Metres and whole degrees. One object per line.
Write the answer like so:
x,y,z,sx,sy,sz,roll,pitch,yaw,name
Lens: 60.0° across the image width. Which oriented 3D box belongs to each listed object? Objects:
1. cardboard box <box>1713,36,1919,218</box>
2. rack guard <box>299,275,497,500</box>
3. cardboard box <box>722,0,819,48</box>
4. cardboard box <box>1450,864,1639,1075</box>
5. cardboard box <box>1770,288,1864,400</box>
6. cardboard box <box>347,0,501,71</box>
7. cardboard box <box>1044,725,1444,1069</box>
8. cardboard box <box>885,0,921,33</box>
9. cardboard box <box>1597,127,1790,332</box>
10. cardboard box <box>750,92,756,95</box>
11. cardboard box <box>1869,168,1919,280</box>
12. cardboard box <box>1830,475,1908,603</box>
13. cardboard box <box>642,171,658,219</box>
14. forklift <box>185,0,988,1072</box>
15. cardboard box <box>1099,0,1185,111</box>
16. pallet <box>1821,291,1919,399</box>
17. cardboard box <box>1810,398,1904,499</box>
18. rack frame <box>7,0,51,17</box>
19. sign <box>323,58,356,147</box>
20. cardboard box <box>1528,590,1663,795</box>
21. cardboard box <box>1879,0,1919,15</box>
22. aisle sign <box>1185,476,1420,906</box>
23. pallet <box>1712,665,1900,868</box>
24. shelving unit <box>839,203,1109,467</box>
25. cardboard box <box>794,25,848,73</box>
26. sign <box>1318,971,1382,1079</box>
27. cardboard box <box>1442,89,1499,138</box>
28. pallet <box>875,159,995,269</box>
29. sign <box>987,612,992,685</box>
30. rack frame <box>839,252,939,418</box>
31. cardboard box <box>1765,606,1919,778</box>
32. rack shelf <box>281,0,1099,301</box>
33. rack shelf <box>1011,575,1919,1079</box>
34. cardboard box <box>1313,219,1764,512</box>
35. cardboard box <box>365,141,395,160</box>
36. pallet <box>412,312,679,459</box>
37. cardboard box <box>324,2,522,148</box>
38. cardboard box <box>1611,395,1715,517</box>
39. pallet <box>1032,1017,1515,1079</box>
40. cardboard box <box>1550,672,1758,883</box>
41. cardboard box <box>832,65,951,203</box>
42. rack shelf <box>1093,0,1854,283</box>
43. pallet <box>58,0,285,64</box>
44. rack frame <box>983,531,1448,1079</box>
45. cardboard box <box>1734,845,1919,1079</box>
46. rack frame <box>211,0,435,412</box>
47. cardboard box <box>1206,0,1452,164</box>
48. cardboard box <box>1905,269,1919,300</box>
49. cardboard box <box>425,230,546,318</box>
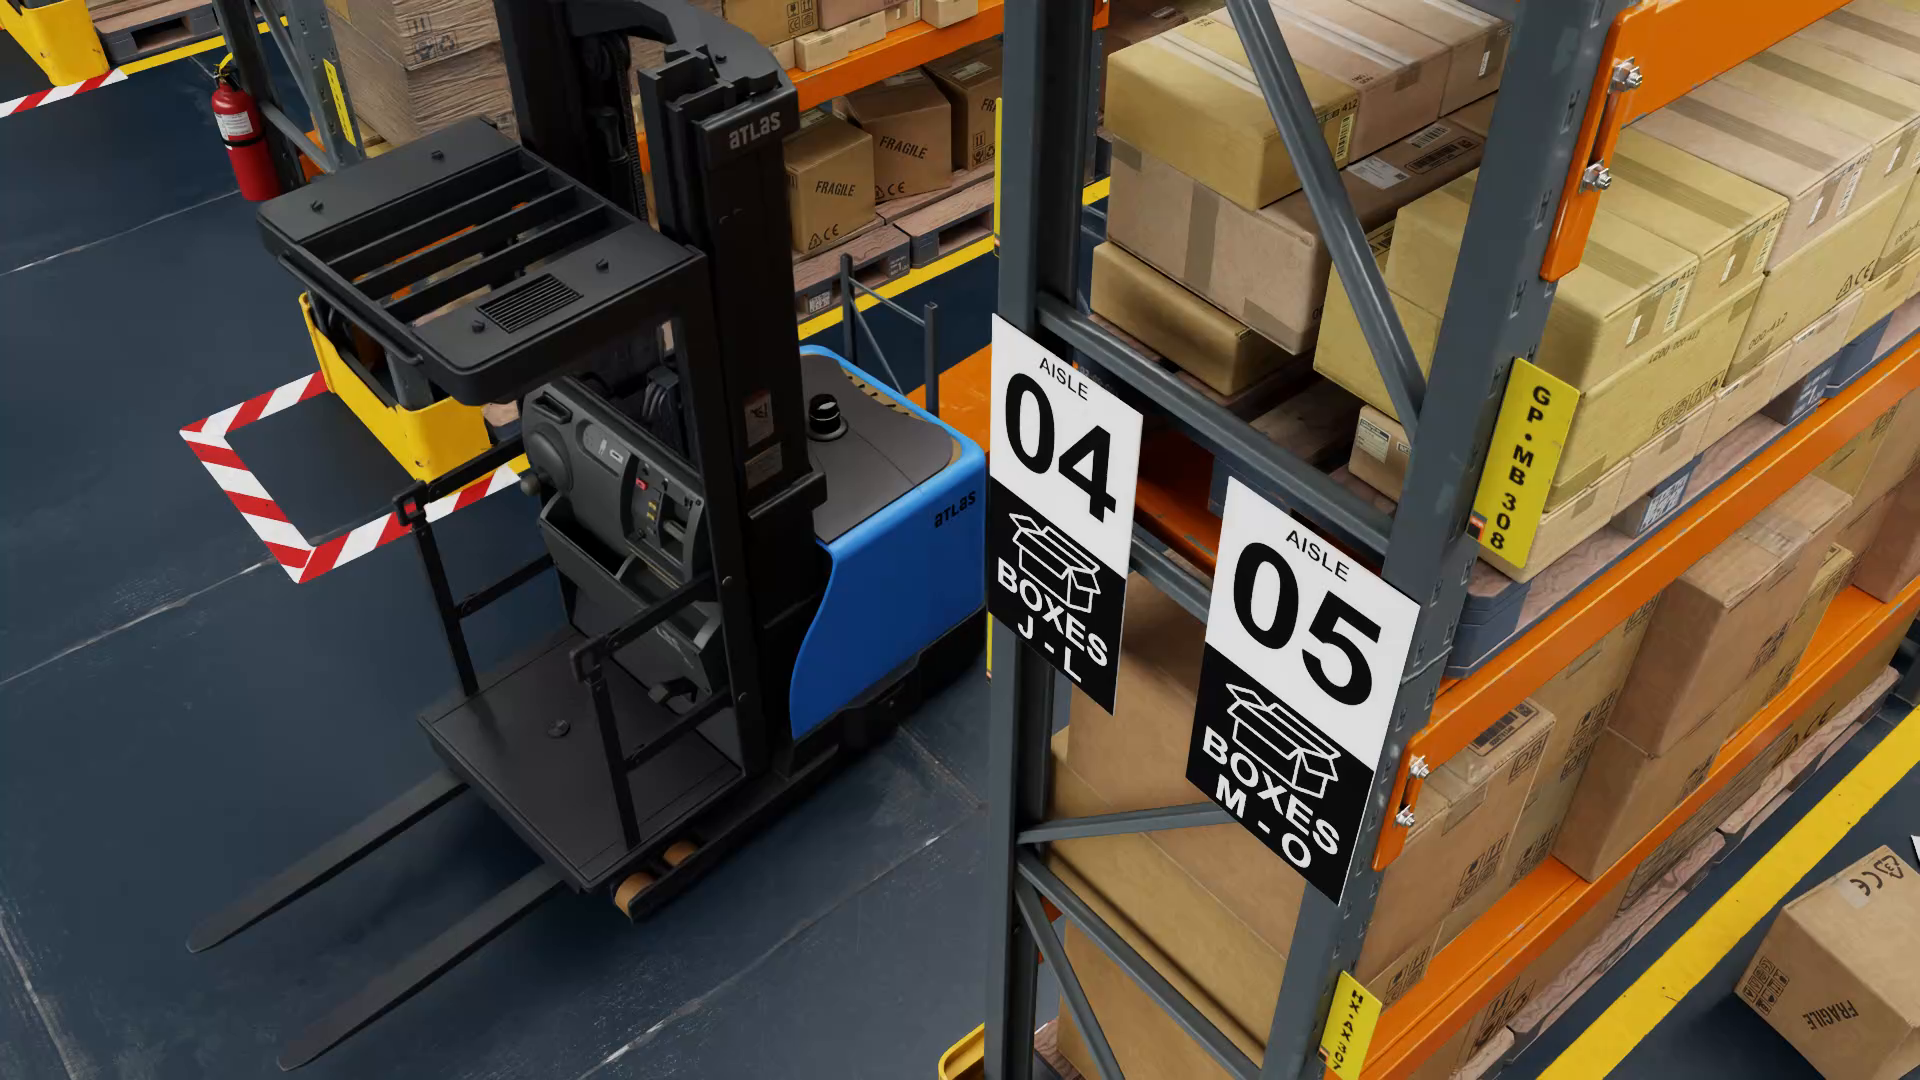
1.478,-0.750,2.941,0.250,0.149,0.380,-29,51,-27,cardboard box
-2.612,-0.727,7.713,0.348,0.500,1.175,-30,51,-28,rack guard
-1.122,-2.670,7.665,0.500,0.500,0.875,-30,51,-28,cardboard box
1.586,0.945,5.351,0.875,0.875,0.875,-31,51,-28,cardboard box
1.485,-0.463,3.218,0.250,0.149,0.380,-29,51,-28,cardboard box
-2.073,-2.213,6.448,0.500,0.500,0.500,-30,51,-28,cardboard box
0.690,0.803,4.148,0.550,0.550,0.875,-30,51,-28,cardboard box
-0.403,-2.629,8.096,0.250,0.149,0.380,-30,51,-28,cardboard box
1.088,-0.527,2.704,0.250,0.149,0.380,-30,51,-28,cardboard box
-1.086,-2.121,7.555,0.250,0.149,0.380,-30,51,-28,cardboard box
1.745,-0.815,3.302,0.500,0.250,0.500,-30,51,-28,cardboard box
2.331,-0.170,5.184,0.550,0.550,0.875,-30,51,-28,cardboard box
-1.251,-1.658,8.397,0.500,0.500,0.500,-25,49,-24,cardboard box
-1.284,-0.136,5.307,1.130,2.935,3.031,34,53,31,forklift
0.883,-2.869,9.672,0.500,0.500,0.700,-34,53,-31,cardboard box
1.933,-0.887,3.931,1.213,0.211,1.003,-30,51,-28,pallet
1.947,-0.313,4.547,0.500,0.550,0.875,-30,51,-28,cardboard box
-5.848,-4.206,9.591,0.127,3.000,1.000,-30,51,-28,rack frame
-2.322,-1.635,6.222,0.005,0.325,0.100,-30,51,-28,sign
1.107,0.163,4.040,0.550,0.550,0.875,-30,51,-28,cardboard box
1.871,-0.975,3.181,0.250,0.149,0.380,-30,51,-28,cardboard box
0.573,0.285,2.910,0.004,0.787,0.394,-30,51,-28,aisle sign
2.870,0.597,6.514,1.213,0.211,1.003,-30,51,-28,pallet
0.098,-0.665,6.916,0.587,1.500,1.083,34,53,31,shelving unit
-0.738,-2.370,7.820,0.250,0.149,0.380,-30,51,-28,cardboard box
0.786,0.994,3.364,0.005,0.325,0.100,-30,51,-28,sign
1.015,-0.874,3.364,0.500,0.250,0.500,-30,51,-28,cardboard box
-0.094,-2.032,9.313,1.213,0.211,1.003,-30,51,-28,pallet
0.097,0.245,3.833,0.005,0.325,0.100,-30,51,-28,sign
-0.267,-0.413,6.648,0.500,1.500,0.032,34,53,31,rack frame
2.976,0.148,6.200,0.875,0.875,0.875,-29,50,-27,cardboard box
-1.136,-2.221,8.003,4.000,0.370,1.077,-30,51,-28,rack shelf
1.969,0.428,5.182,4.000,0.370,1.077,-30,51,-28,rack shelf
0.970,-0.370,2.828,0.500,0.250,0.500,-30,51,-28,cardboard box
-2.298,-1.513,6.907,0.250,0.149,0.380,-30,51,-28,cardboard box
-1.966,-0.960,8.172,1.213,0.211,1.003,-30,51,-28,pallet
-2.230,-1.977,6.927,0.500,0.500,0.875,-30,51,-28,cardboard box
1.099,-0.242,2.983,0.250,0.149,0.380,-29,51,-28,cardboard box
0.998,1.668,5.373,1.213,0.211,1.003,-30,51,-28,pallet
1.608,0.370,4.609,0.550,0.550,0.875,-30,51,-28,cardboard box
-0.369,-2.193,8.967,0.500,0.500,0.500,-15,45,-16,cardboard box
1.969,-1.613,3.266,4.000,0.370,1.077,-30,51,-28,rack shelf
-5.193,-3.601,10.984,1.213,0.211,1.003,-30,51,-28,pallet
0.435,1.044,4.001,0.127,3.000,1.000,-30,51,-28,rack frame
2.971,1.418,5.427,0.500,0.500,0.500,-21,47,-21,cardboard box
-2.670,-1.605,6.821,0.127,3.000,1.000,-30,51,-28,rack frame
0.668,-0.873,3.072,0.250,0.149,0.380,-30,51,-28,cardboard box
1.872,-0.684,3.453,0.250,0.149,0.380,-30,51,-28,cardboard box
-2.180,-1.112,7.816,0.500,0.500,0.500,-21,47,-21,cardboard box
